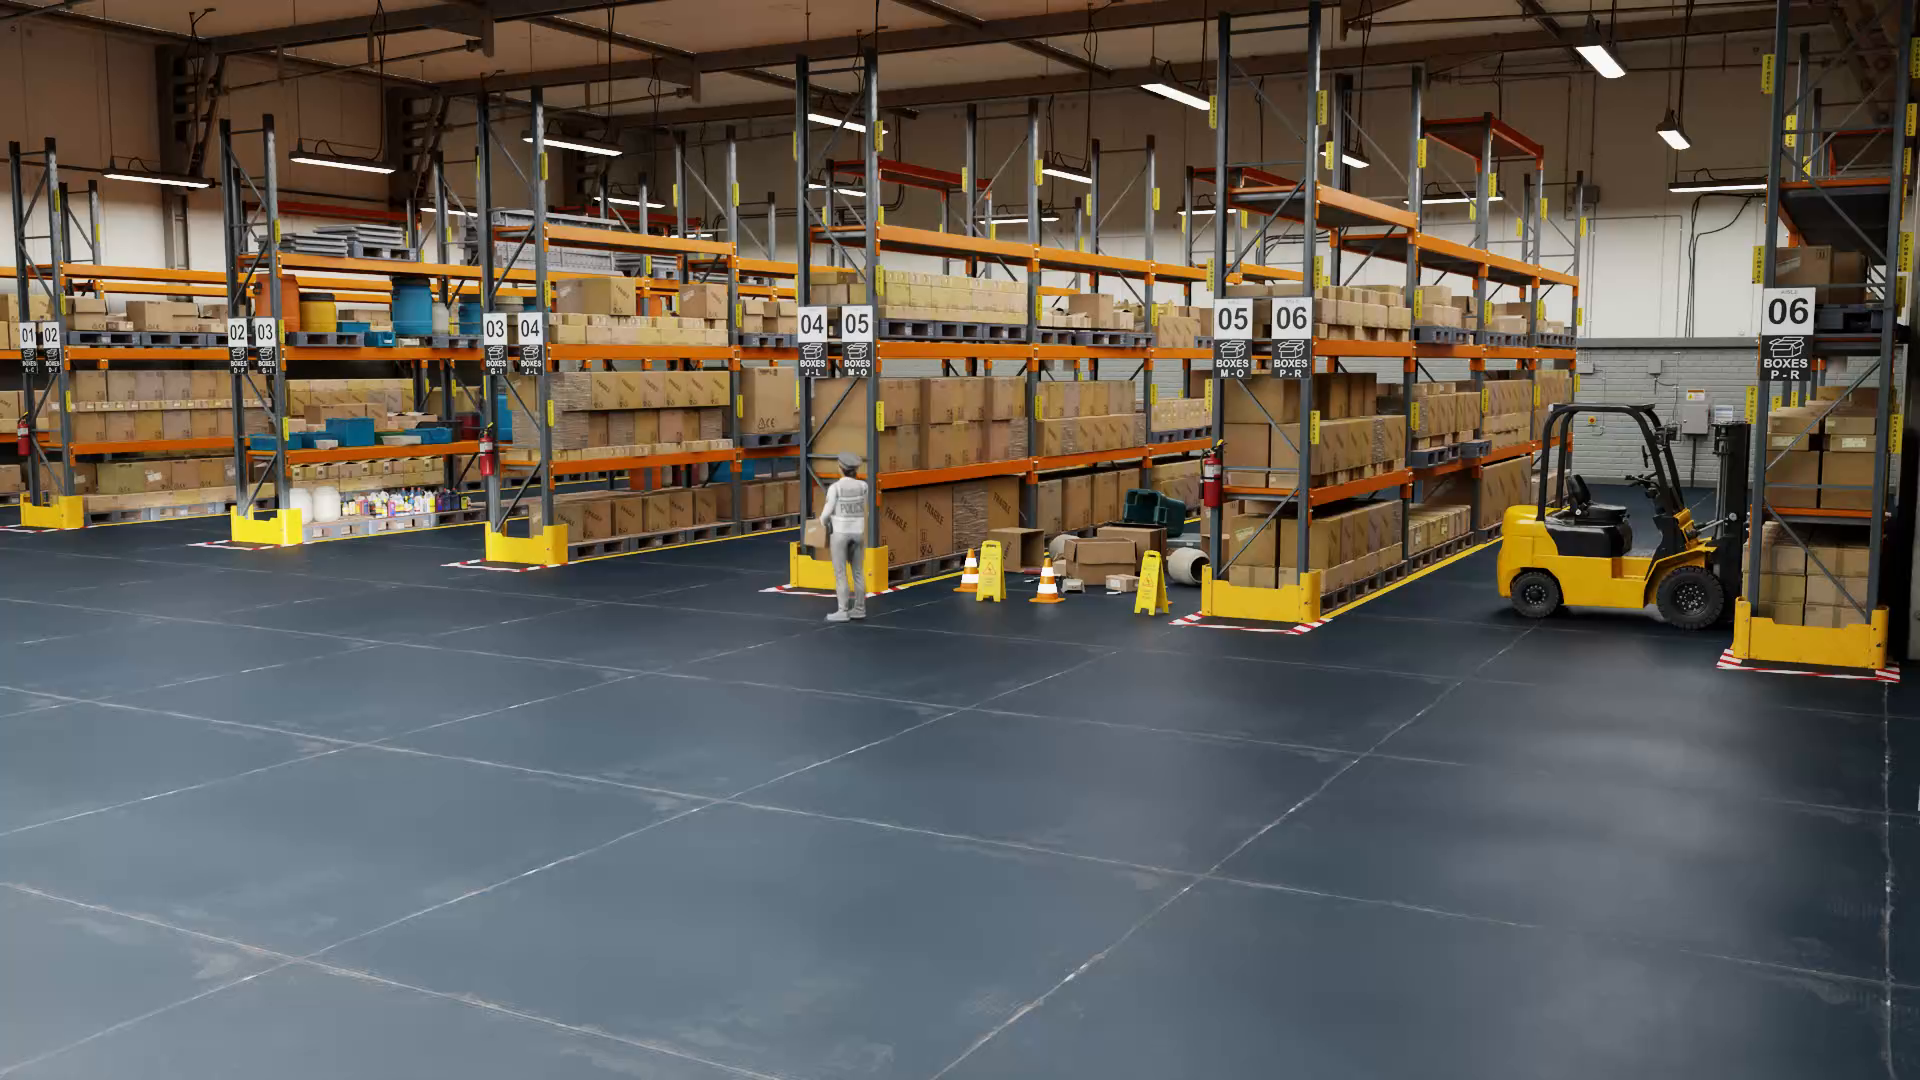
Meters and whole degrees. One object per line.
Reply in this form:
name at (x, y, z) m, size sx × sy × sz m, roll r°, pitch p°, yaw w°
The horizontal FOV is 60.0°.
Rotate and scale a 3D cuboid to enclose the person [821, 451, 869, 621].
person at (-1.147, -0.044, 16.554) m, size 0.493 × 1.699 × 0.512 m, roll -3°, pitch 7°, yaw -30°
